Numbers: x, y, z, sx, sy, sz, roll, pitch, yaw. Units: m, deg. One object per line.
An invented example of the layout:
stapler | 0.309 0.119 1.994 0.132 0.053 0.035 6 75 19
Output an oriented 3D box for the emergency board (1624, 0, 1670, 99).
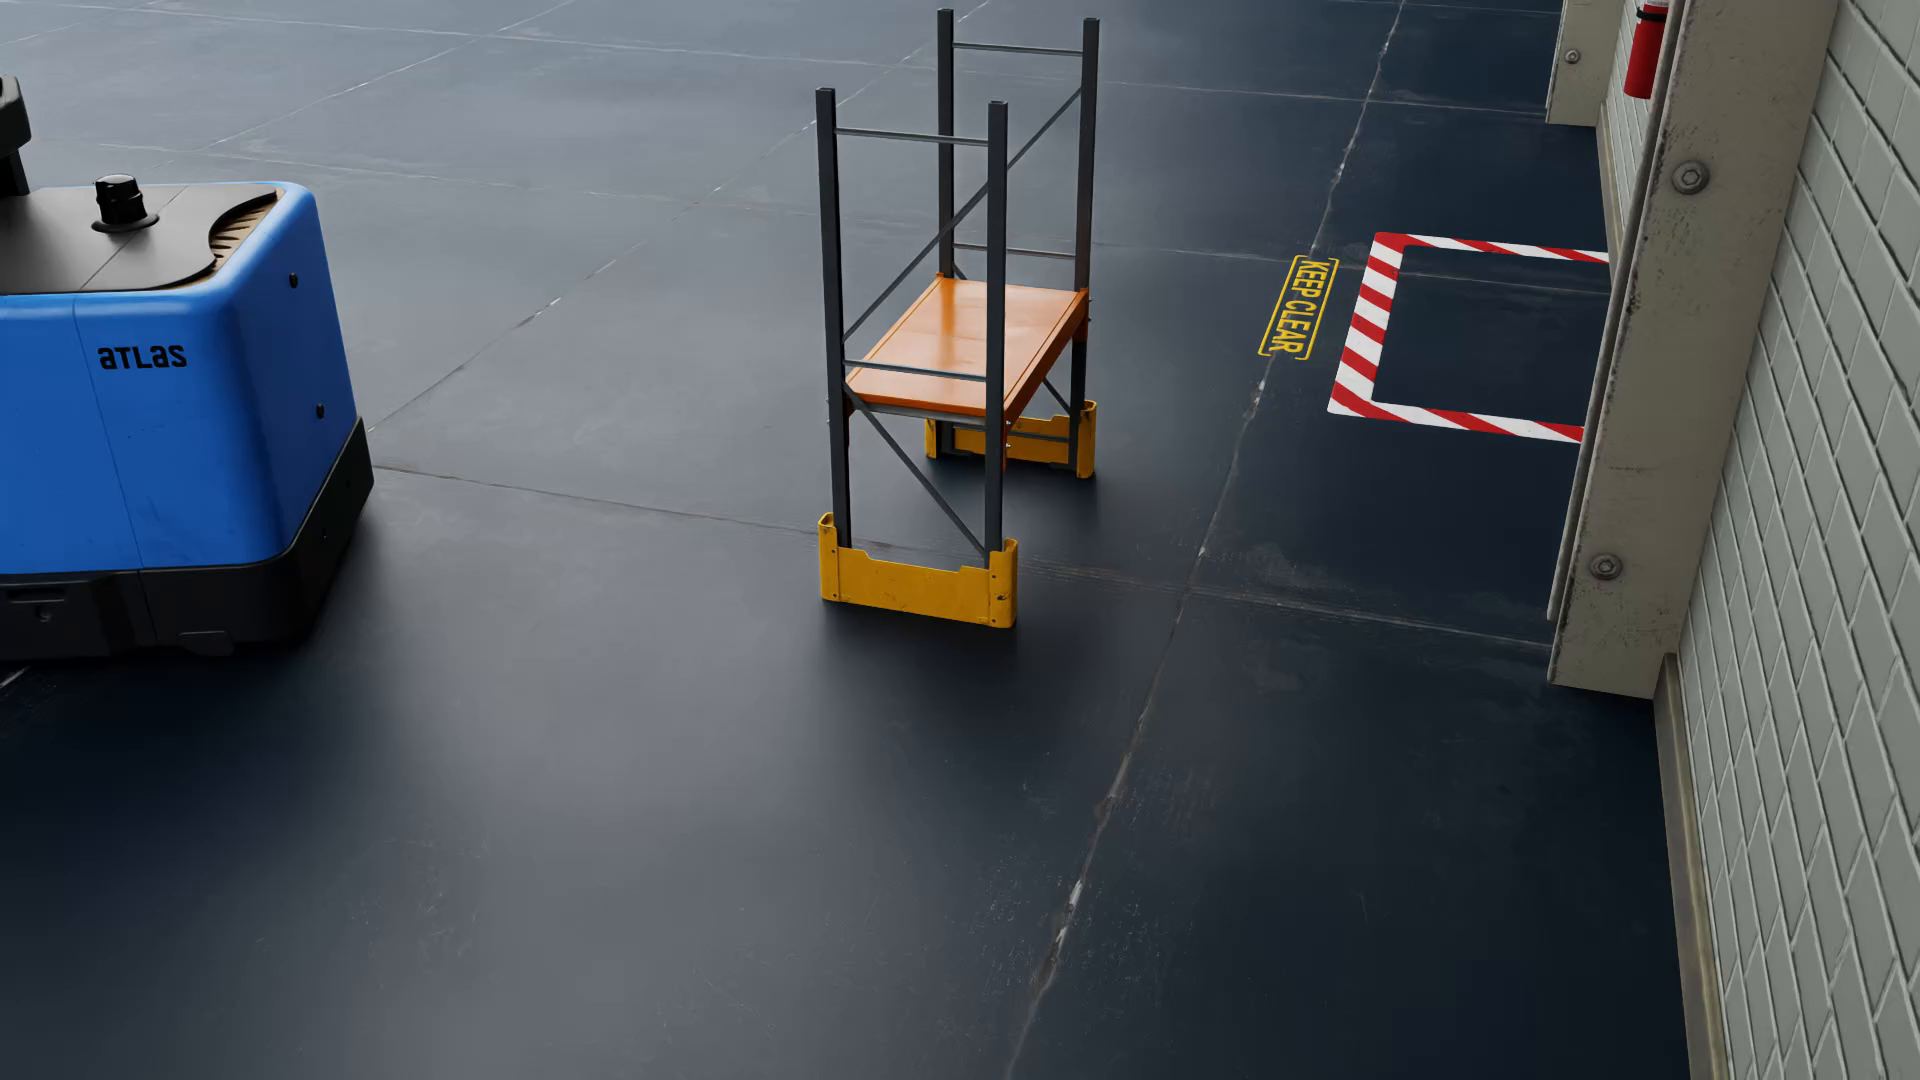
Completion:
emergency board | 2.575 -2.133 6.000 0.194 1.169 0.643 8 30 15

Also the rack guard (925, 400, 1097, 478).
rack guard | 0.169 -0.376 5.669 0.587 0.250 0.087 8 30 15

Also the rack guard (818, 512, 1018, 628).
rack guard | -0.124 0.087 4.837 0.587 0.250 0.087 8 30 15

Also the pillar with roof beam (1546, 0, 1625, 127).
pillar with roof beam | -0.541 -7.015 8.603 9.100 9.000 0.400 8 30 15

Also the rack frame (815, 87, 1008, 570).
rack frame | -0.124 -0.459 4.532 0.500 1.500 0.032 8 30 15

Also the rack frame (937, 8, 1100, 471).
rack frame | 0.174 -0.931 5.381 0.500 1.500 0.032 8 30 15

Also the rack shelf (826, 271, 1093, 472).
rack shelf | 0.025 -0.538 5.044 0.538 0.185 1.000 8 30 15

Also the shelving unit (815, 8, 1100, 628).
shelving unit | 0.022 -0.691 4.949 0.587 1.500 1.083 8 30 15

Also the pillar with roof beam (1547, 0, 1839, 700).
pillar with roof beam | -2.302 -4.226 3.591 9.100 9.000 0.400 8 30 15

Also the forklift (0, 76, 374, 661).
forklift | -3.383 -1.128 4.262 3.031 2.935 1.130 -3 29 -5
